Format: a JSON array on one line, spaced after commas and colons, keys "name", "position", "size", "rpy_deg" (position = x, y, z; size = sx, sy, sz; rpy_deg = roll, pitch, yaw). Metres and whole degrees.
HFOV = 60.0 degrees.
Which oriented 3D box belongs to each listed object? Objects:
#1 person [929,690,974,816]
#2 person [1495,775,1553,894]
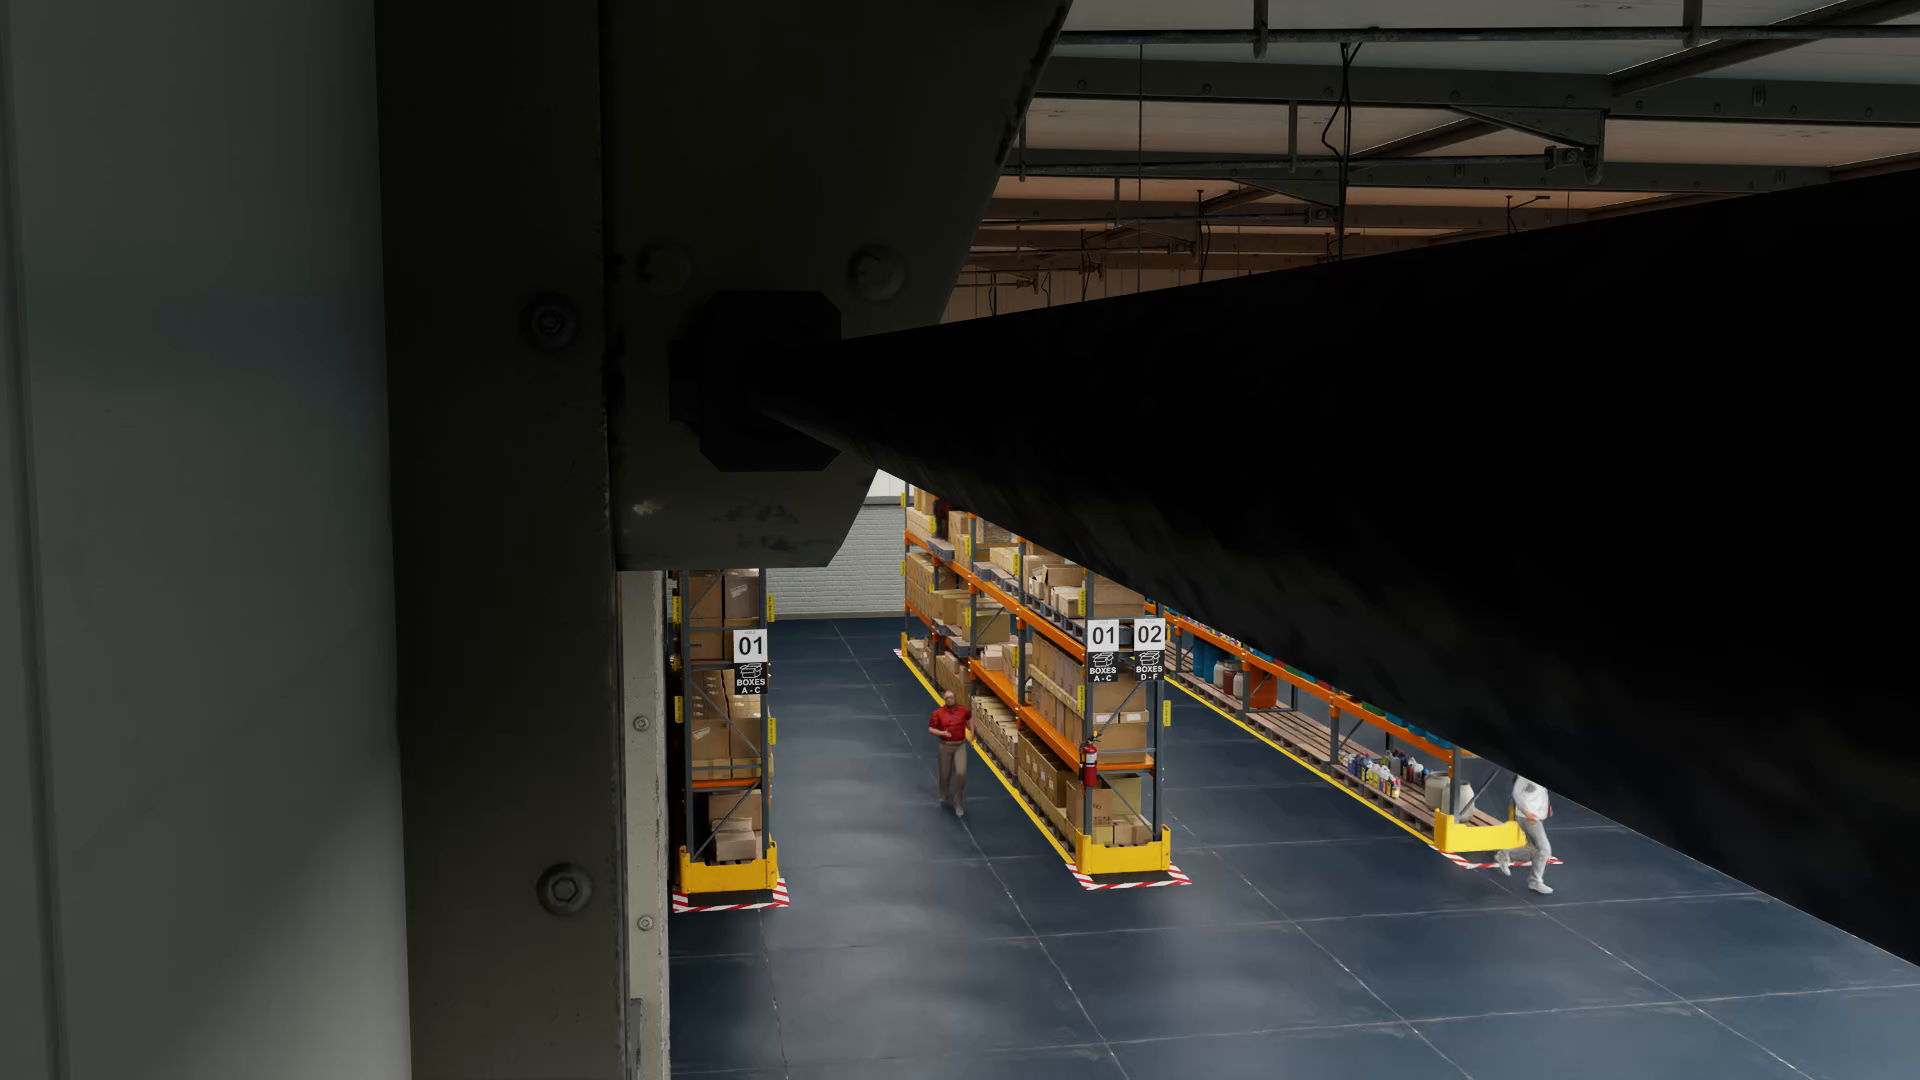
[{"name": "person", "position": [-0.114, 3.031, 23.836], "size": [0.670, 1.776, 0.822], "rpy_deg": [0, 6, -5]}, {"name": "person", "position": [6.959, 3.376, 20.356], "size": [0.743, 1.727, 0.700], "rpy_deg": [4, 7, 33]}]
